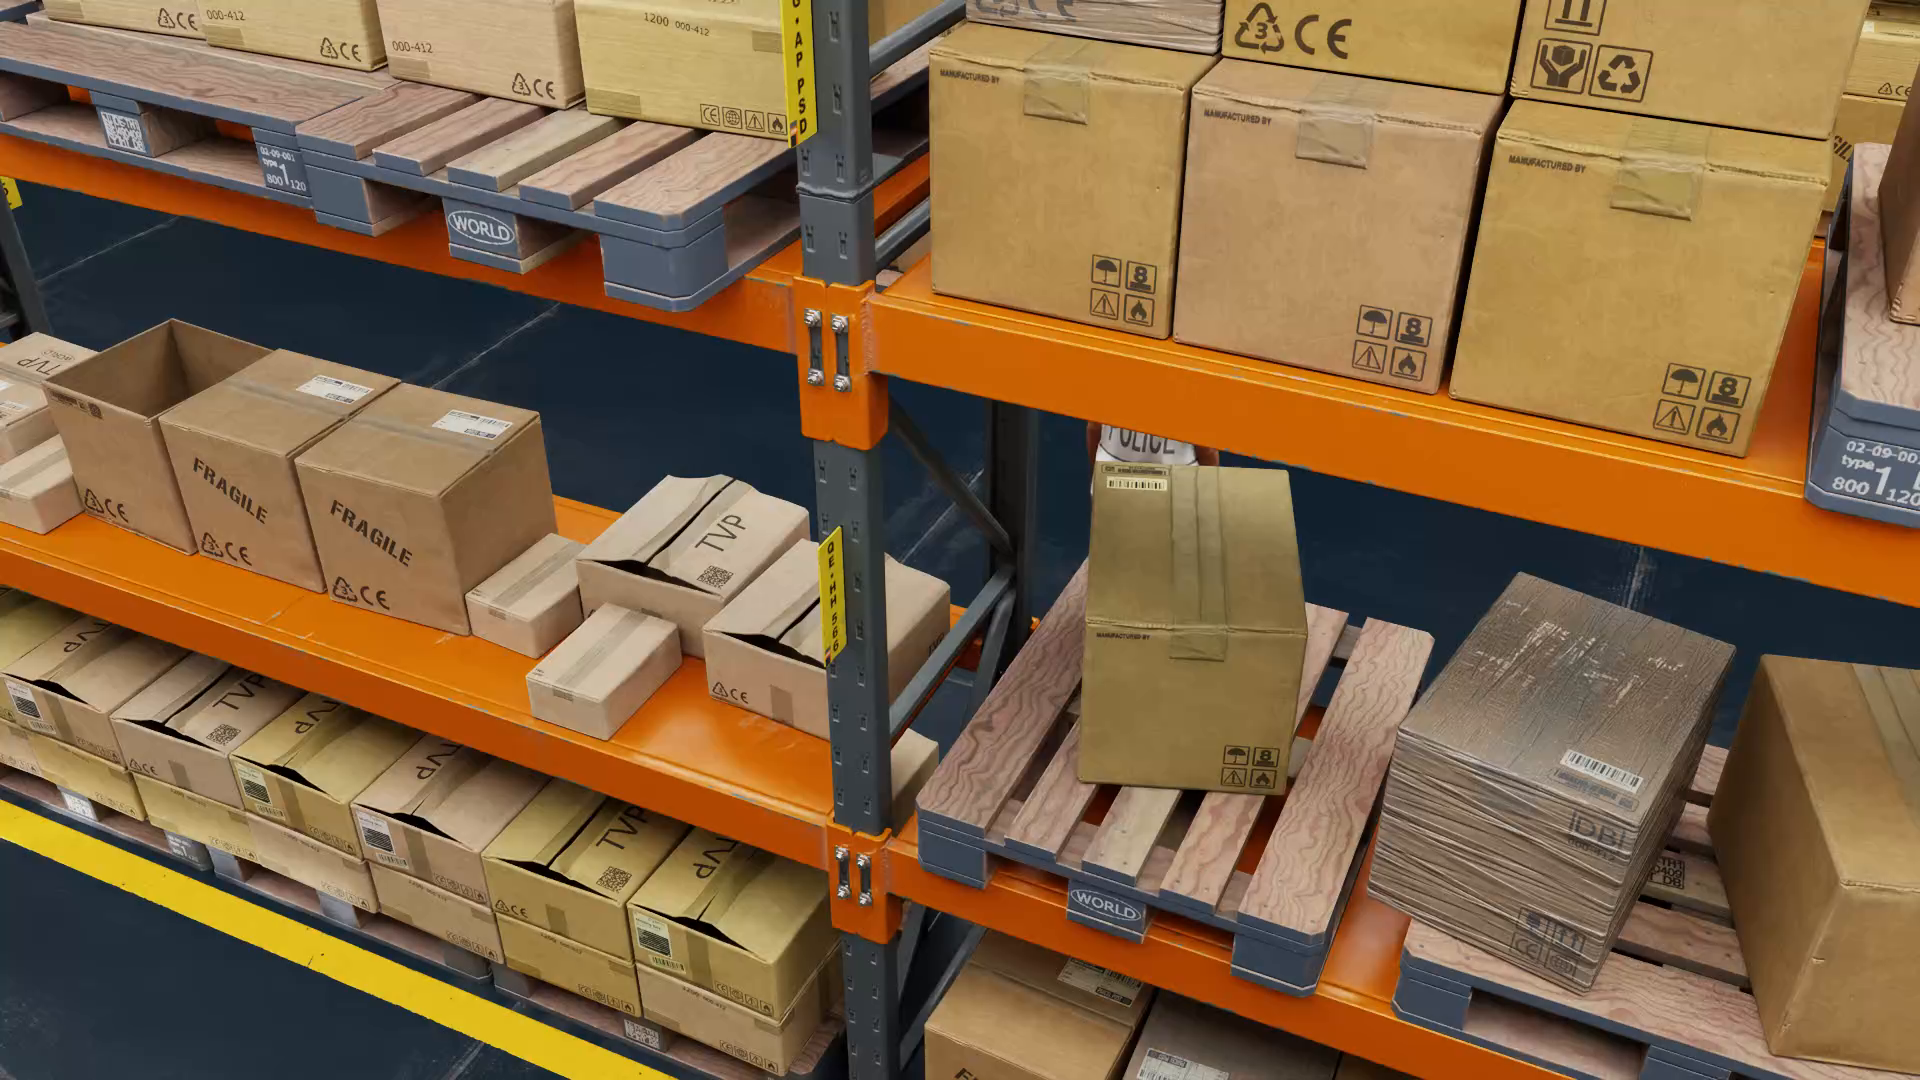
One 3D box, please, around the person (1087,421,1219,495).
[{"bbox_3d":[0.752,-0.192,6.421,0.537,1.666,0.466,15,37,21],"label":"person"}]
